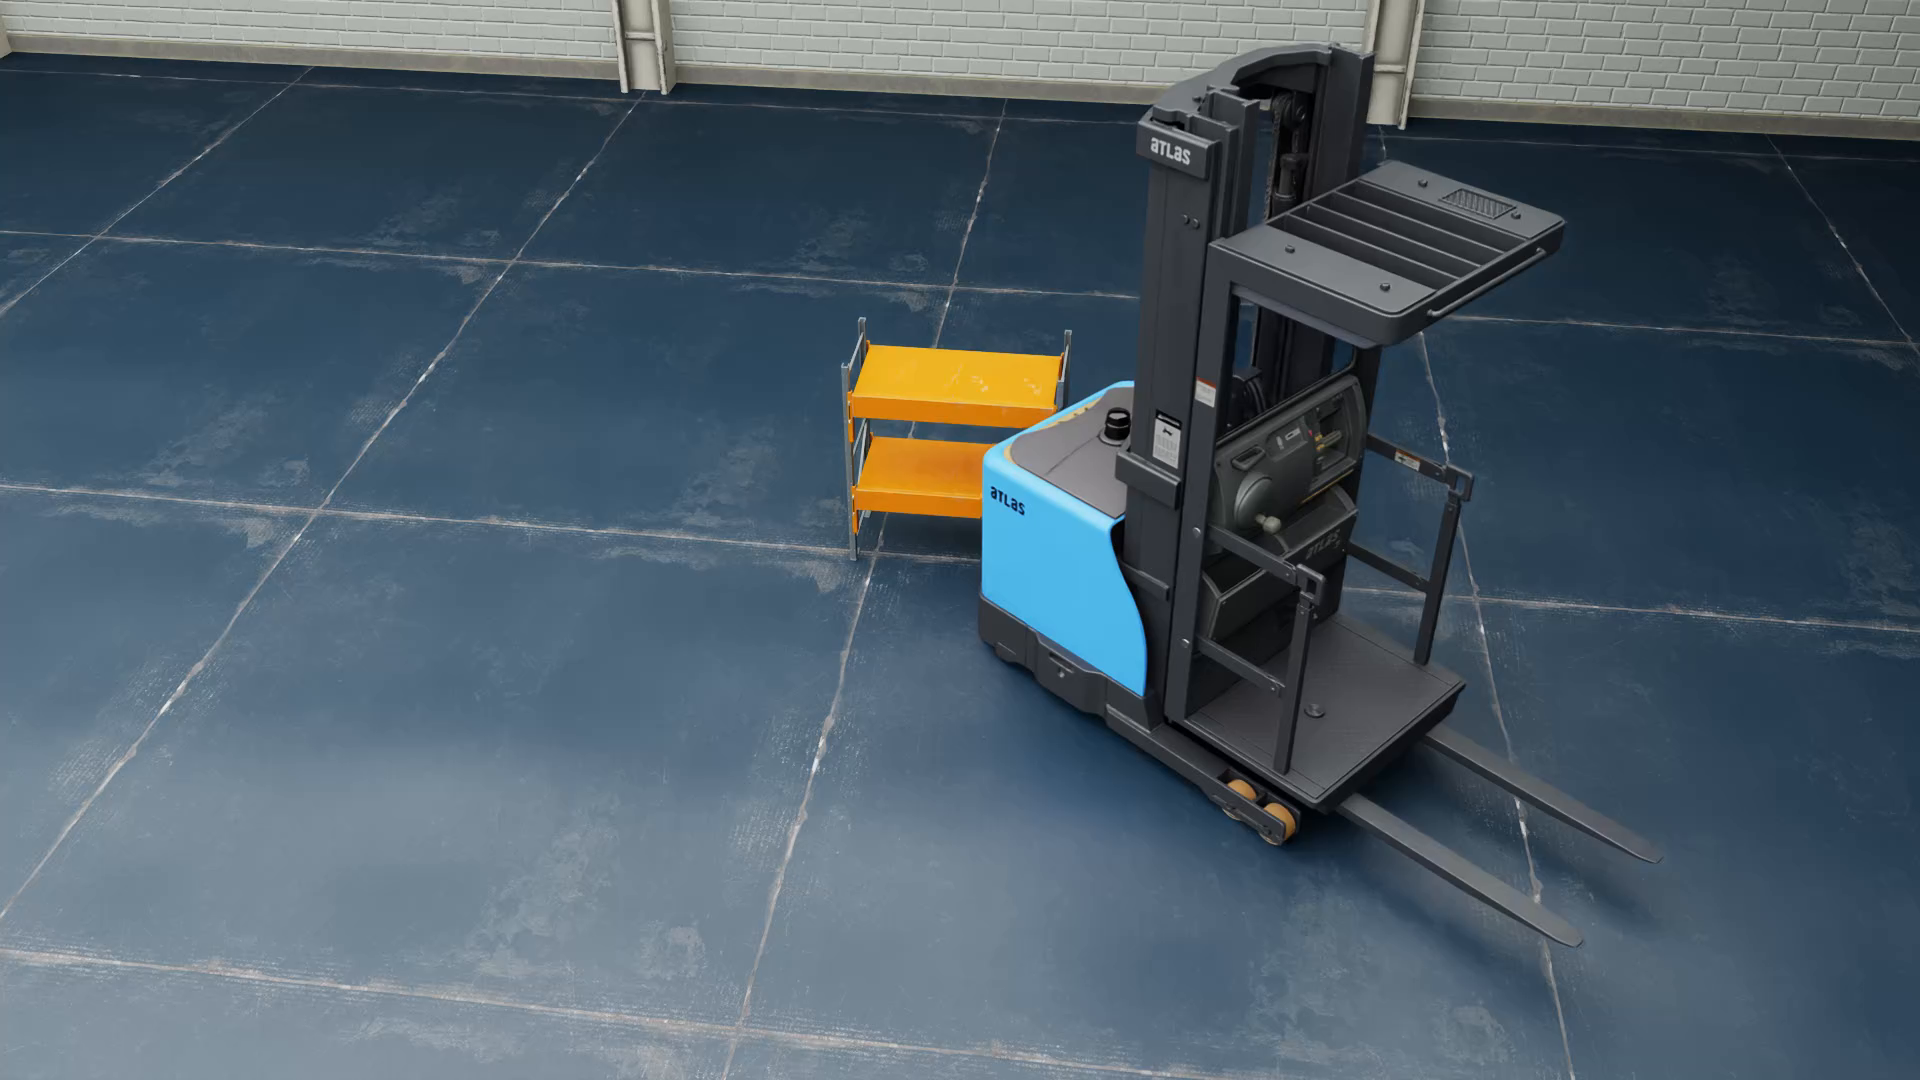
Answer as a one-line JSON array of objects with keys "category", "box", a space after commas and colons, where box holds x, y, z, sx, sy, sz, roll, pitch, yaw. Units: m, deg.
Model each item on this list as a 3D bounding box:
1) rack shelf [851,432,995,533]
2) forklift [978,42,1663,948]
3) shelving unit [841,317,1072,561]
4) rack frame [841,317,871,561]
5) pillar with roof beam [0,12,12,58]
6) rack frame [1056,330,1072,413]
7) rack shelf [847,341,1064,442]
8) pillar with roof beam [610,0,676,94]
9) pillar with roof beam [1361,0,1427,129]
[{"category": "rack shelf", "box": [-0.007, -0.259, 8.423, 1.000, 0.278, 0.538, 4, 36, 6]}, {"category": "forklift", "box": [1.465, -0.281, 6.478, 1.130, 2.935, 3.031, -29, 45, -34]}, {"category": "shelving unit", "box": [-0.007, -0.458, 8.281, 1.048, 1.125, 0.538, 4, 36, 6]}, {"category": "rack frame", "box": [-0.511, -0.496, 8.334, 0.032, 1.125, 0.500, 4, 36, 6]}, {"category": "pillar with roof beam", "box": [-9.101, -5.423, 8.459, 0.400, 9.000, 9.100, 4, 36, 6]}, {"category": "rack frame", "box": [0.498, -0.421, 8.228, 0.032, 1.125, 0.500, 4, 36, 6]}, {"category": "rack shelf", "box": [-0.007, -0.697, 8.111, 1.000, 0.278, 0.538, 4, 36, 6]}, {"category": "pillar with roof beam", "box": [-3.150, -4.979, 7.837, 0.400, 9.000, 9.100, 4, 36, 6]}, {"category": "pillar with roof beam", "box": [2.802, -4.535, 7.215, 0.400, 9.000, 9.100, 4, 36, 6]}]
